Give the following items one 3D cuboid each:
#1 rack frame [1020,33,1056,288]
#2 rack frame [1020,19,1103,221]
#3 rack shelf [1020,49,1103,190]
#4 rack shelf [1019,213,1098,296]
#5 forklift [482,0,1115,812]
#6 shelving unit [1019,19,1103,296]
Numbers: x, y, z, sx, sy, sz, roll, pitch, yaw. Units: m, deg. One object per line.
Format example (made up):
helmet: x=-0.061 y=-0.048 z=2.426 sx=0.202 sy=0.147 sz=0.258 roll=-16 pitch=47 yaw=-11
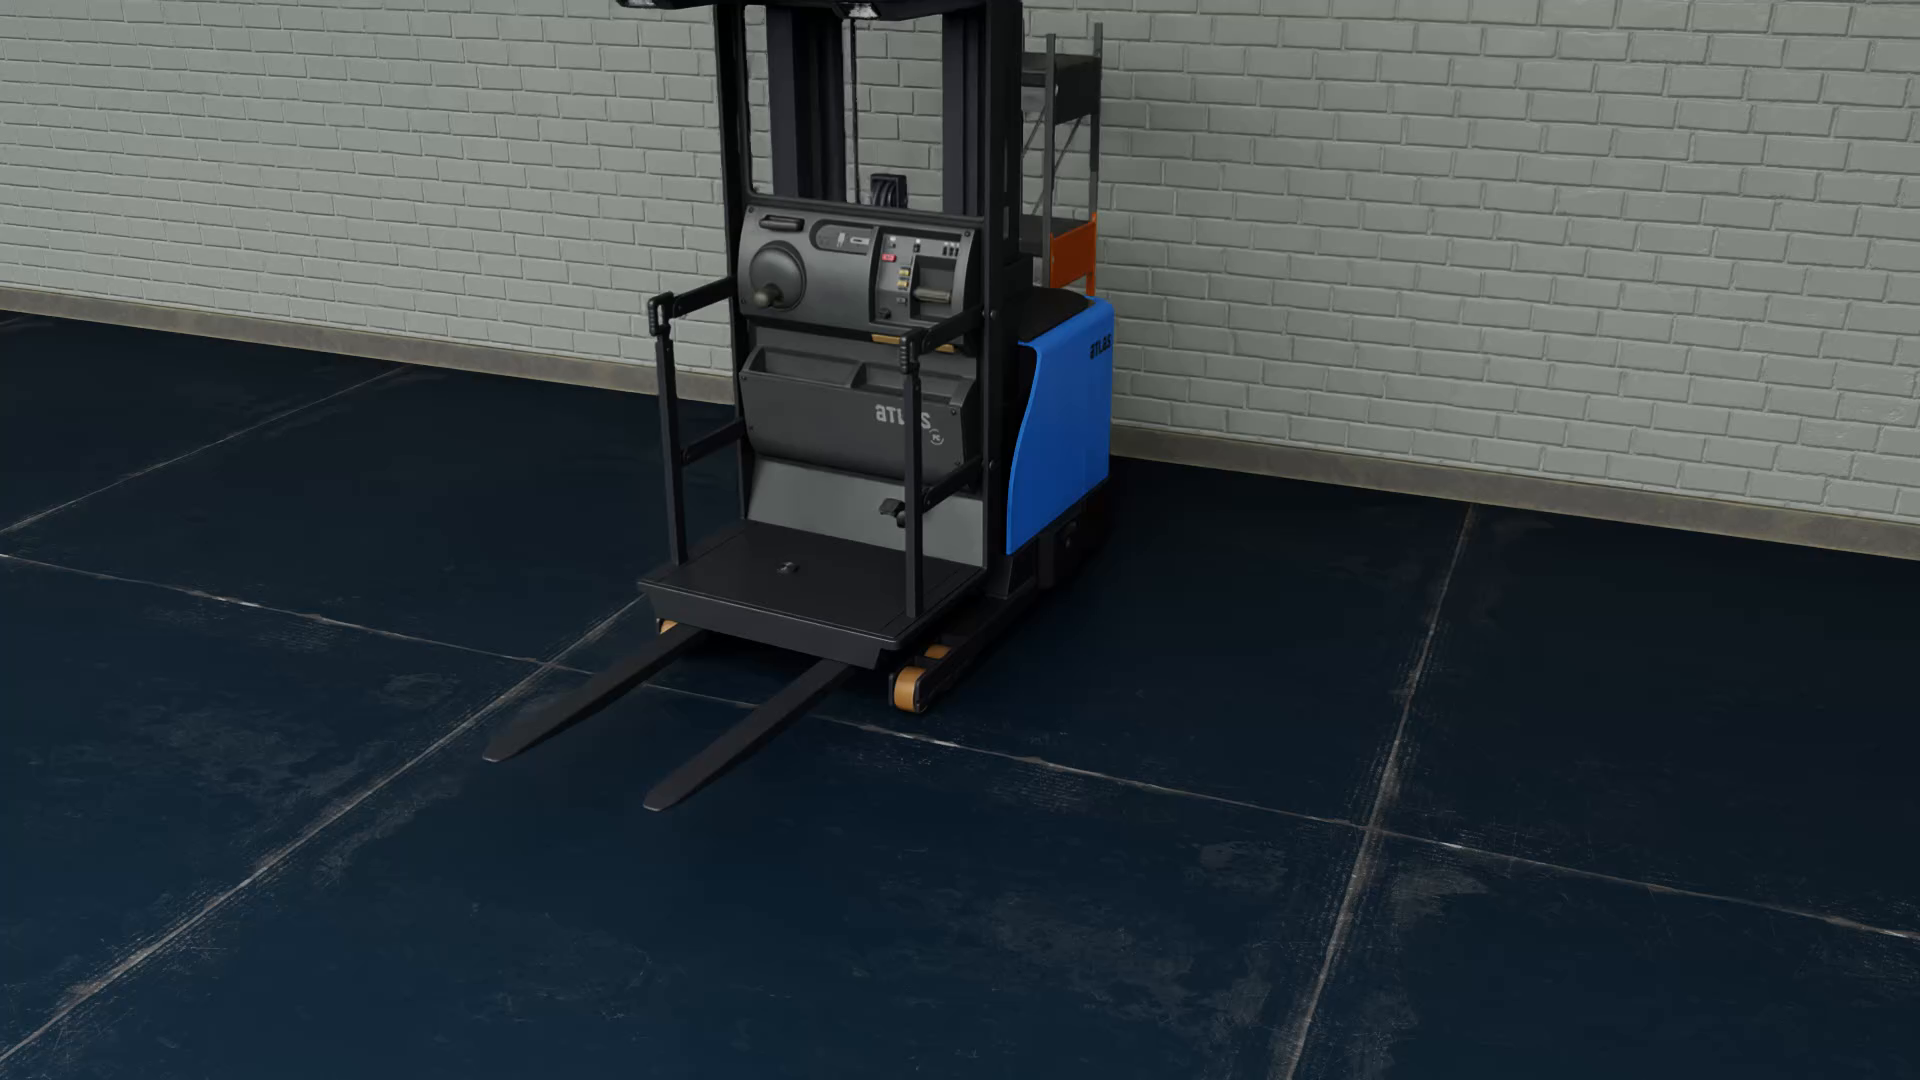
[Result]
rack frame: x=0.202 y=-1.090 z=7.136 sx=0.400 sy=2.100 sz=0.015 roll=11 pitch=25 yaw=25
rack frame: x=0.426 y=-1.258 z=7.537 sx=0.400 sy=2.100 sz=0.015 roll=11 pitch=25 yaw=25
rack shelf: x=0.314 y=-1.807 z=7.072 sx=0.431 sy=0.518 sz=0.480 roll=11 pitch=25 yaw=25
rack shelf: x=0.314 y=-1.161 z=7.342 sx=0.431 sy=0.518 sz=0.480 roll=11 pitch=25 yaw=25
forklift: x=-0.473 y=-0.942 z=5.702 sx=1.130 sy=2.935 sz=3.031 roll=11 pitch=25 yaw=25
shelving unit: x=0.314 y=-1.174 z=7.336 sx=0.431 sy=2.100 sz=0.503 roll=11 pitch=25 yaw=25
